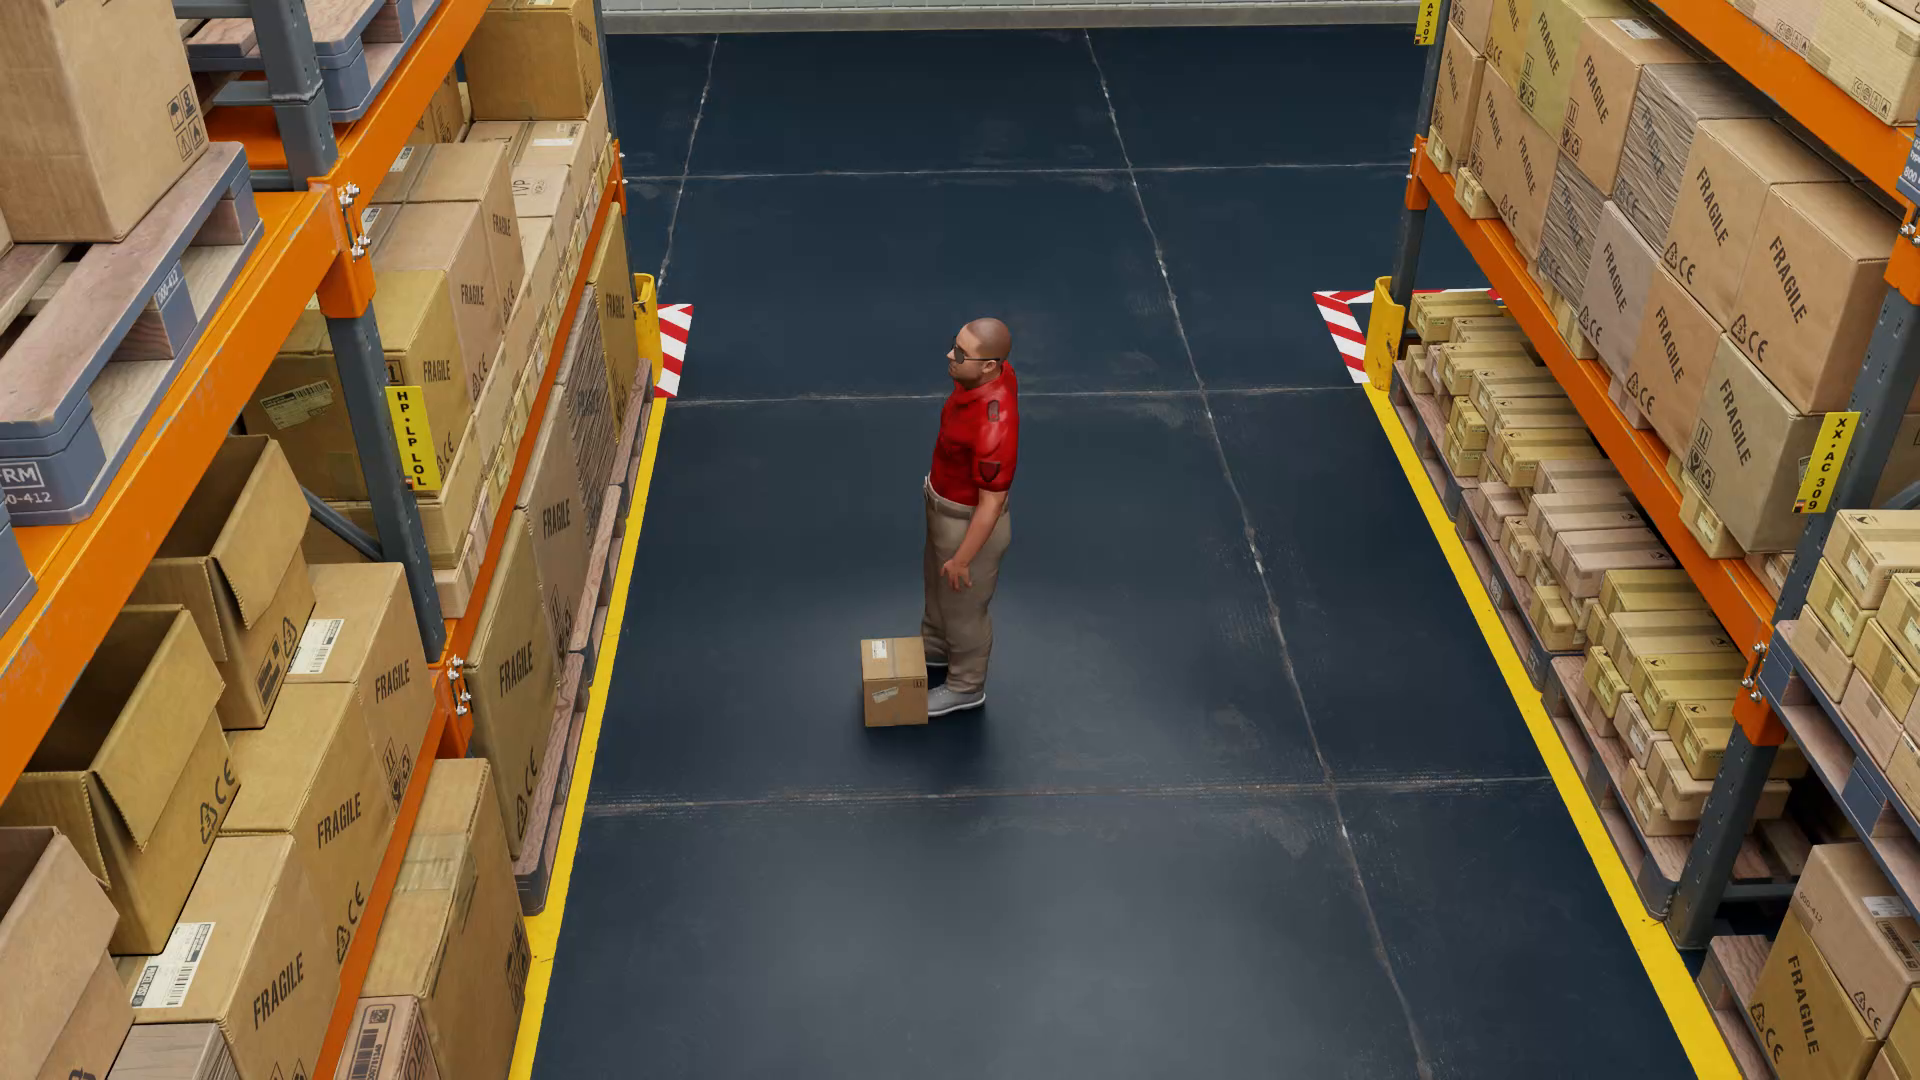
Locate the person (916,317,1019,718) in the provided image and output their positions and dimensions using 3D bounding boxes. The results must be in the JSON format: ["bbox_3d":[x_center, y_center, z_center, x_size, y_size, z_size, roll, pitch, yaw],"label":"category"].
[{"bbox_3d":[-0.062,-0.073,6.246,0.550,1.727,0.641,-1,35,-2],"label":"person"}]
